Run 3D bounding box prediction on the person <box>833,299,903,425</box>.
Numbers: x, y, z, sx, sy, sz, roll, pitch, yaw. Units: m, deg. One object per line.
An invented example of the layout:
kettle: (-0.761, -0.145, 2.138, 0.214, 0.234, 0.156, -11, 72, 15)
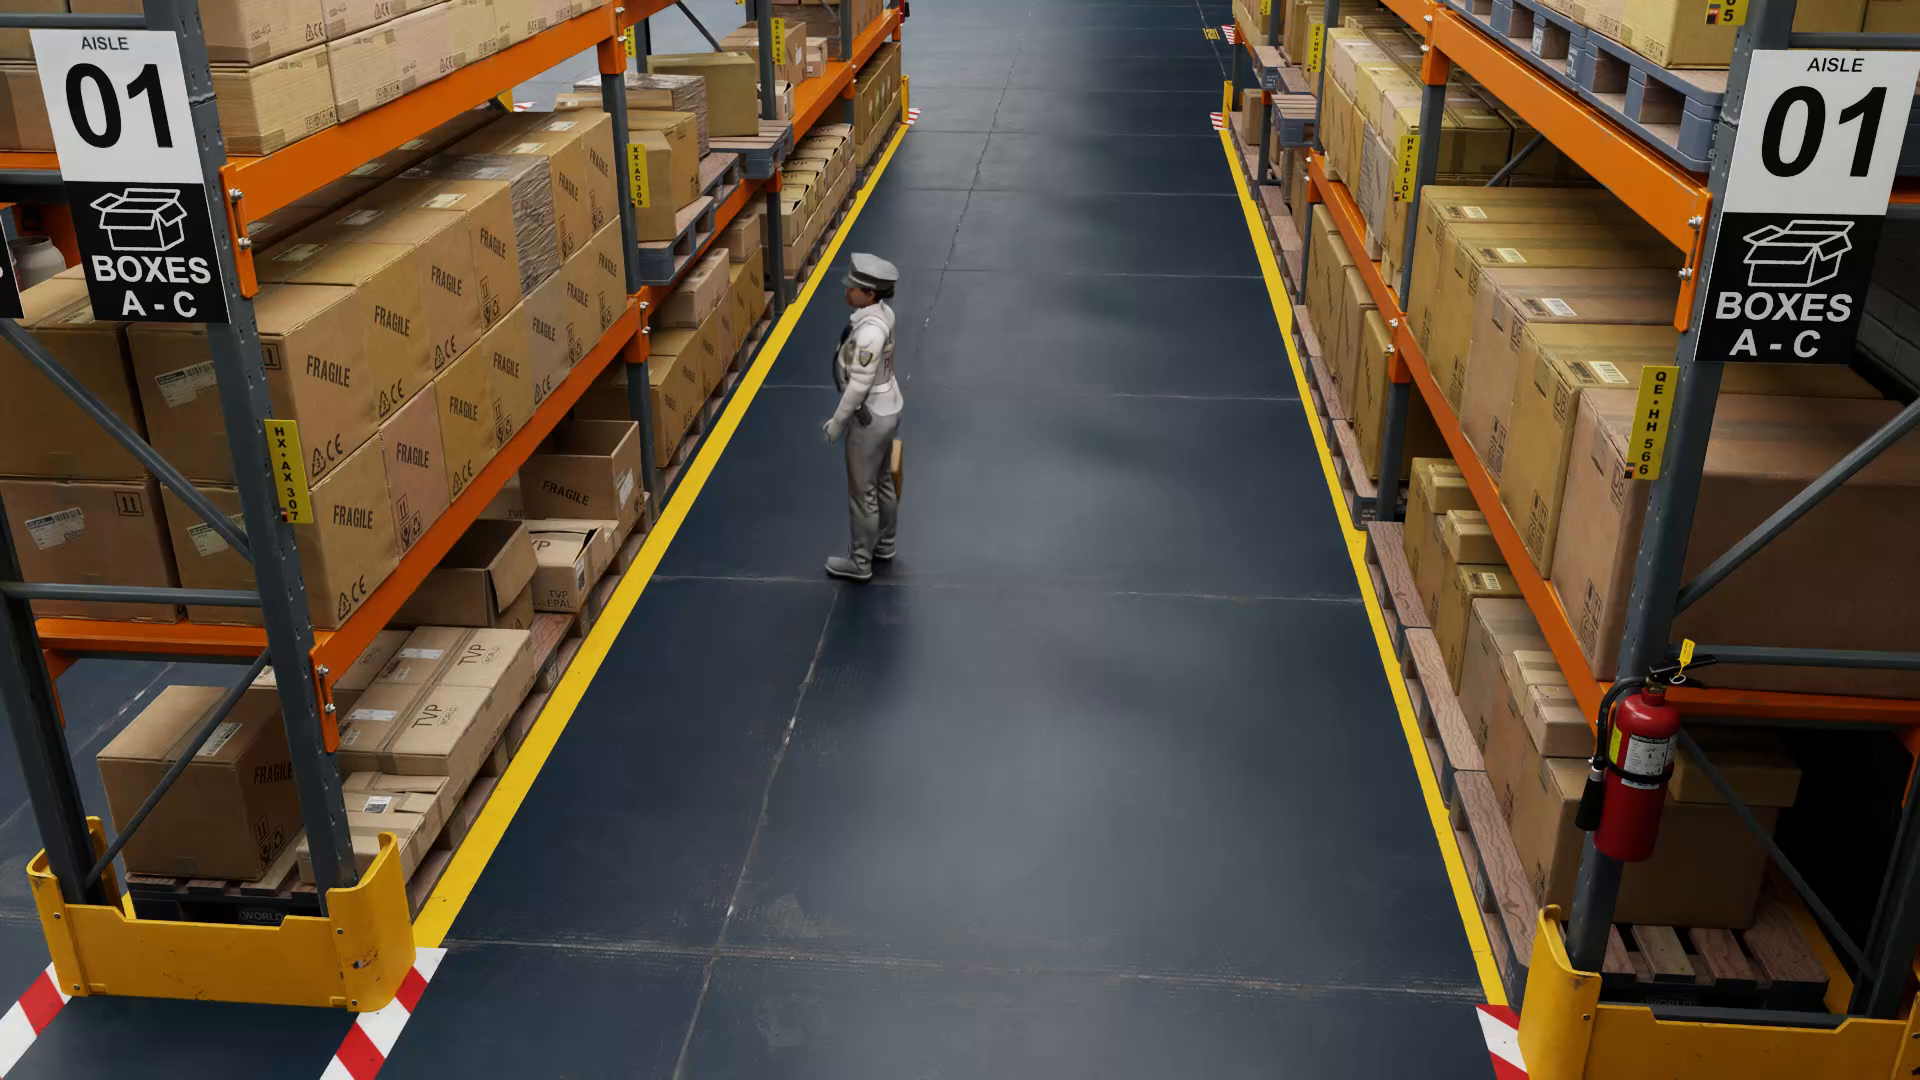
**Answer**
person: (-0.445, -0.895, 8.232, 0.324, 0.602, 0.501, 3, 25, 6)
